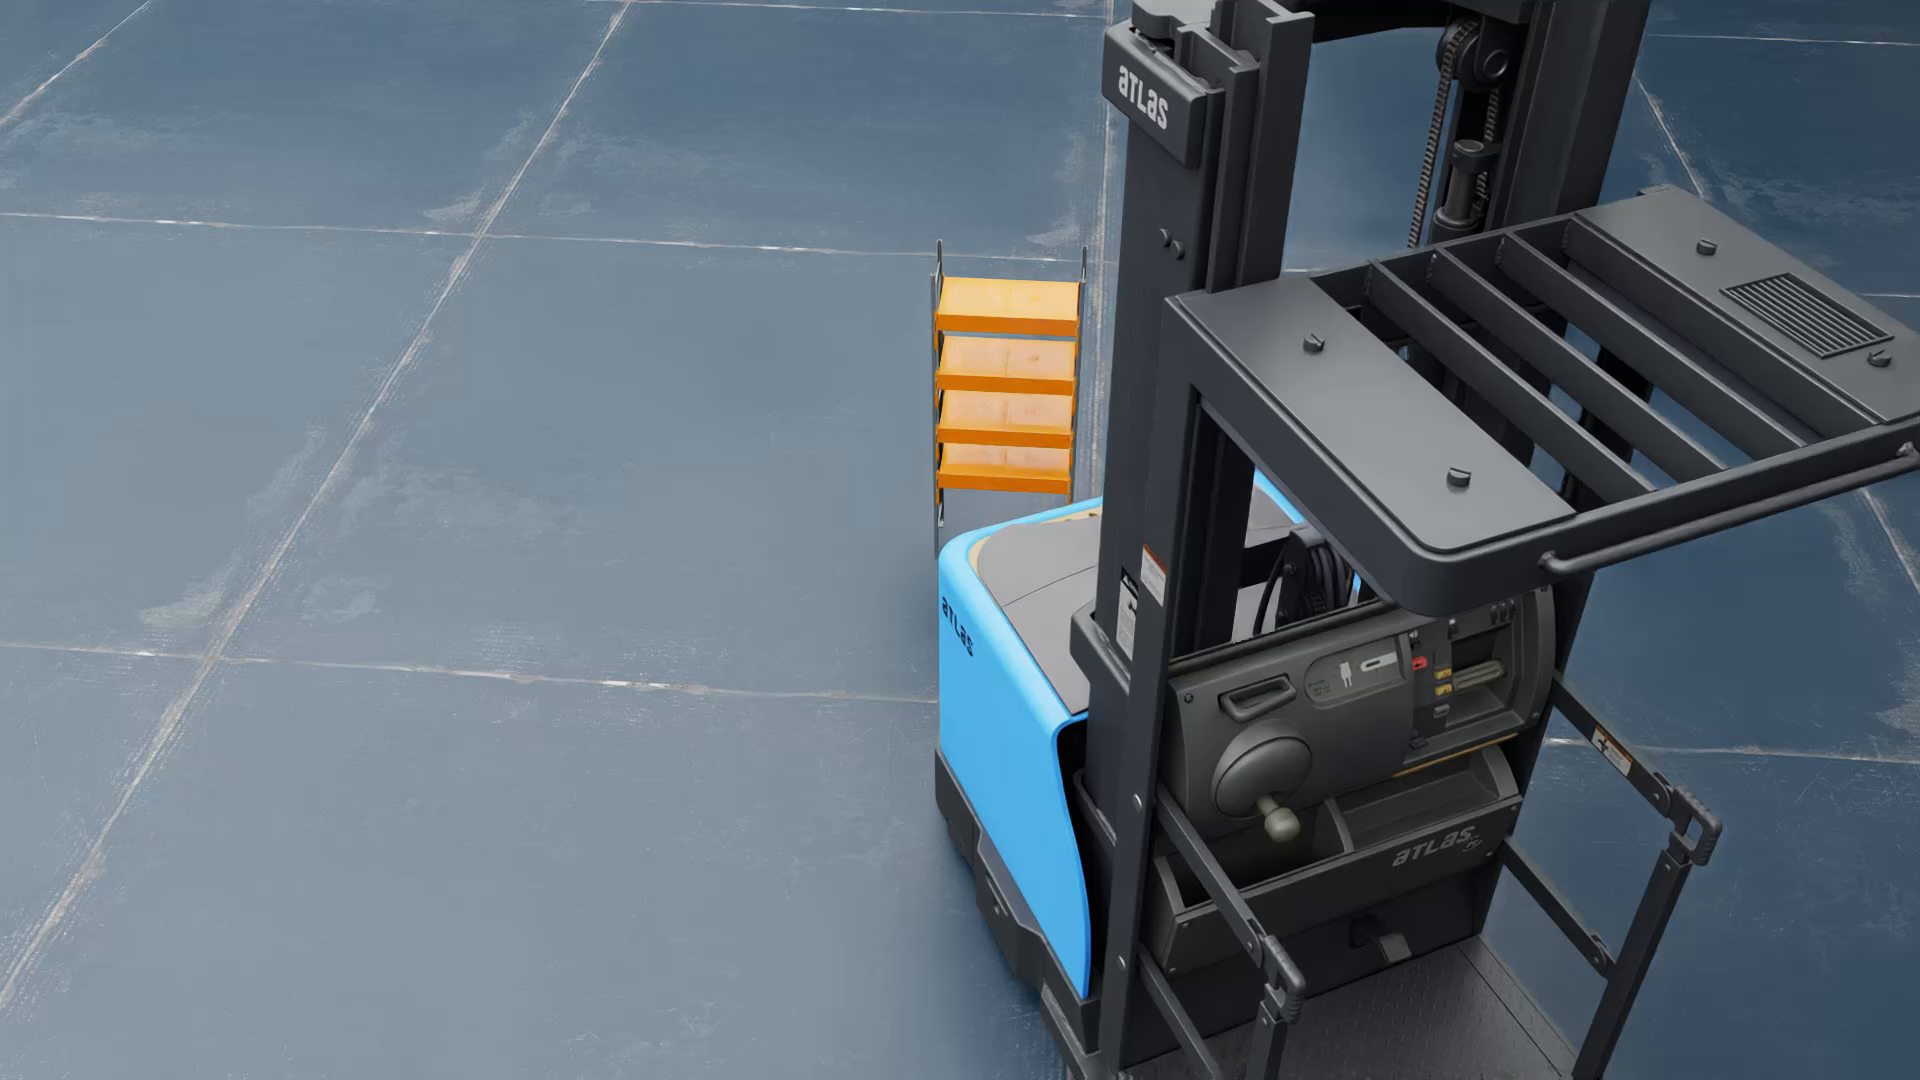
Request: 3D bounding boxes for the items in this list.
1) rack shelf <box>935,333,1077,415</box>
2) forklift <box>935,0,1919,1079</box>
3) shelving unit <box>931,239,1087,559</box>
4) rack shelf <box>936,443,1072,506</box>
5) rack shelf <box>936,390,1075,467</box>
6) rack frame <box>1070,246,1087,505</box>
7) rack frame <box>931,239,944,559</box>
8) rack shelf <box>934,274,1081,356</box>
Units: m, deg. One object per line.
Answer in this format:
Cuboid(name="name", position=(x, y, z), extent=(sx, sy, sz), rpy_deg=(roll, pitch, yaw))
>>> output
Cuboid(name="rack shelf", position=(0.165, -0.578, 5.761), extent=(0.480, 0.148, 0.258), rpy_deg=(3, 39, 4))
Cuboid(name="forklift", position=(0.963, 0.431, 3.398), extent=(1.130, 2.935, 3.031), rpy_deg=(-15, 41, -18))
Cuboid(name="shelving unit", position=(0.165, -0.456, 5.860), extent=(0.503, 1.200, 0.258), rpy_deg=(3, 39, 4))
Cuboid(name="rack shelf", position=(0.165, -0.250, 6.028), extent=(0.480, 0.148, 0.258), rpy_deg=(3, 39, 4))
Cuboid(name="rack shelf", position=(0.165, -0.404, 5.903), extent=(0.480, 0.148, 0.258), rpy_deg=(3, 39, 4))
Cuboid(name="rack frame", position=(0.408, -0.443, 5.844), extent=(0.015, 1.200, 0.240), rpy_deg=(3, 39, 4))
Cuboid(name="rack frame", position=(-0.078, -0.470, 5.876), extent=(0.015, 1.200, 0.240), rpy_deg=(3, 39, 4))
Cuboid(name="rack shelf", position=(0.165, -0.761, 5.612), extent=(0.480, 0.148, 0.258), rpy_deg=(3, 39, 4))
